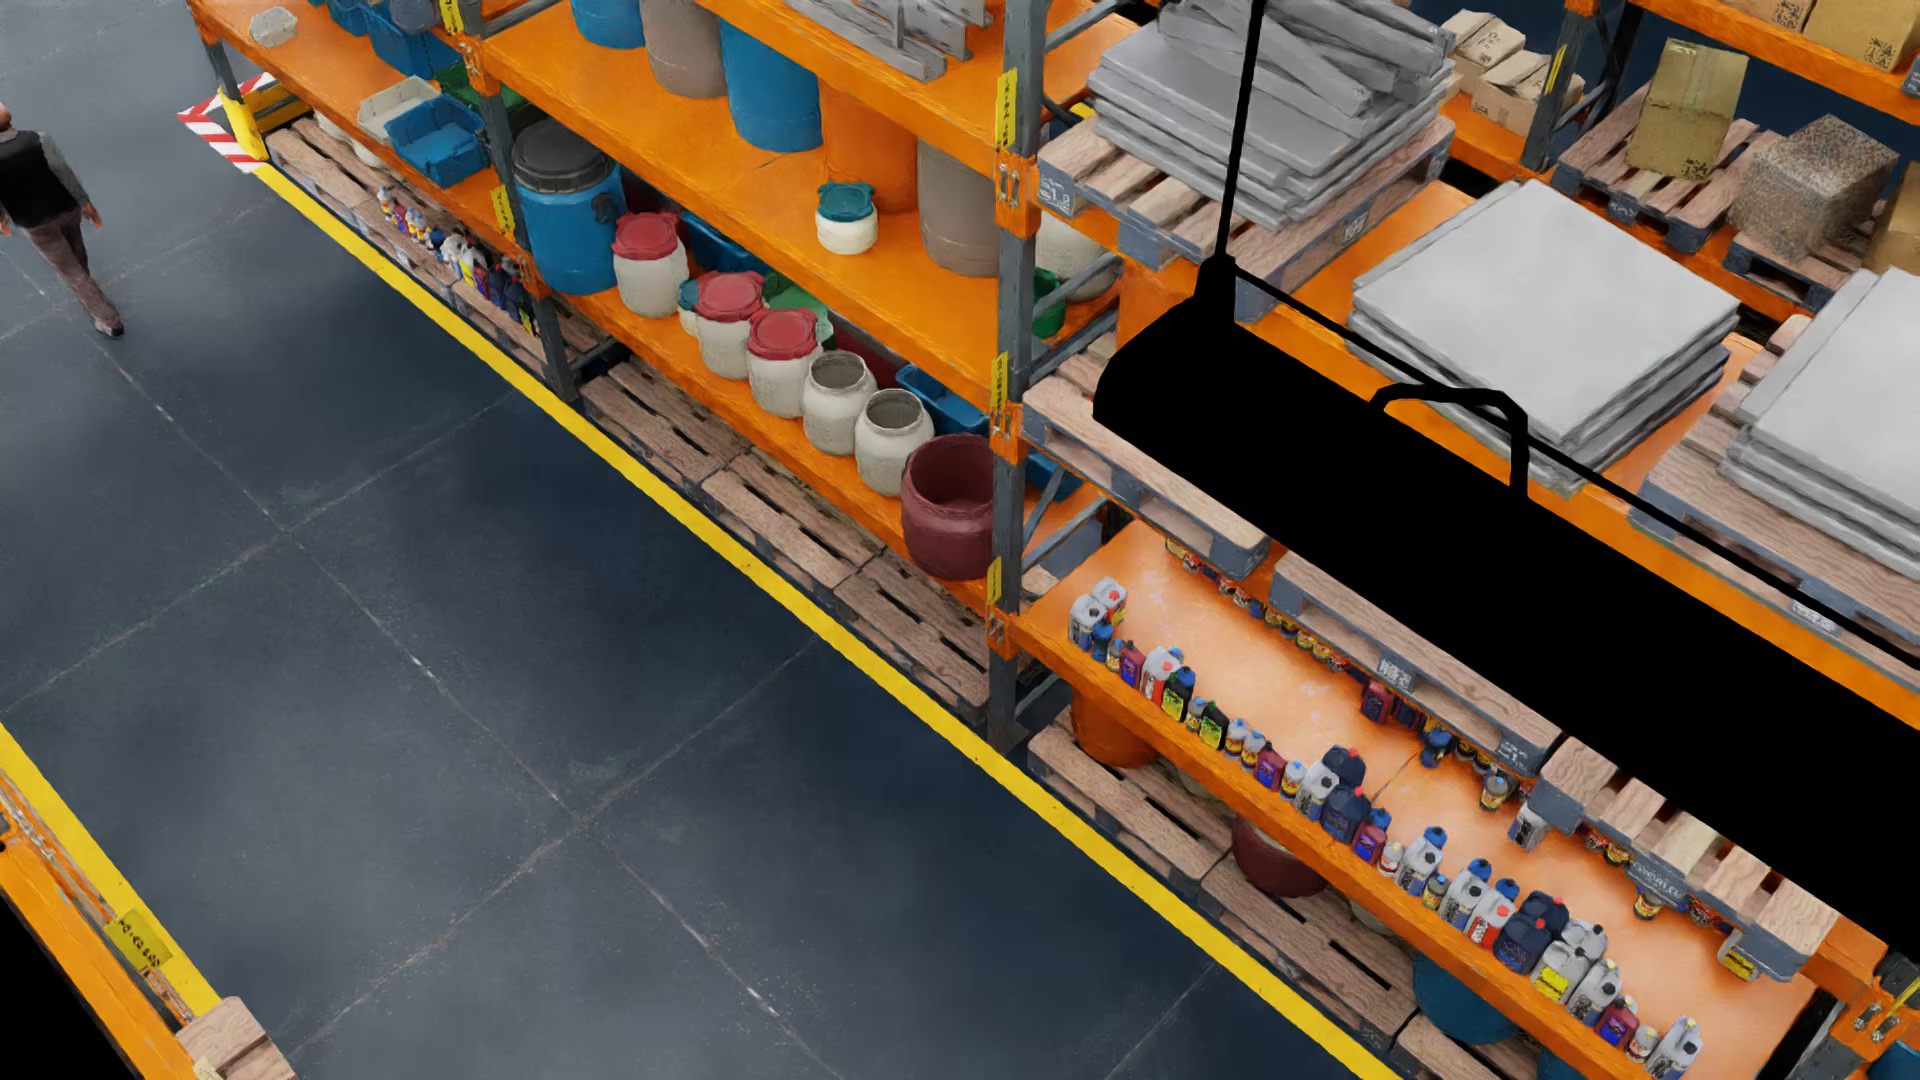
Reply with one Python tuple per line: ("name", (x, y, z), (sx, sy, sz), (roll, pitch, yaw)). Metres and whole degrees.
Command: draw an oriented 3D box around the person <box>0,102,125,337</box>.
("person", (-6.154, -2.194, 11.142), (1.030, 1.673, 0.553), (35, 58, 26))
